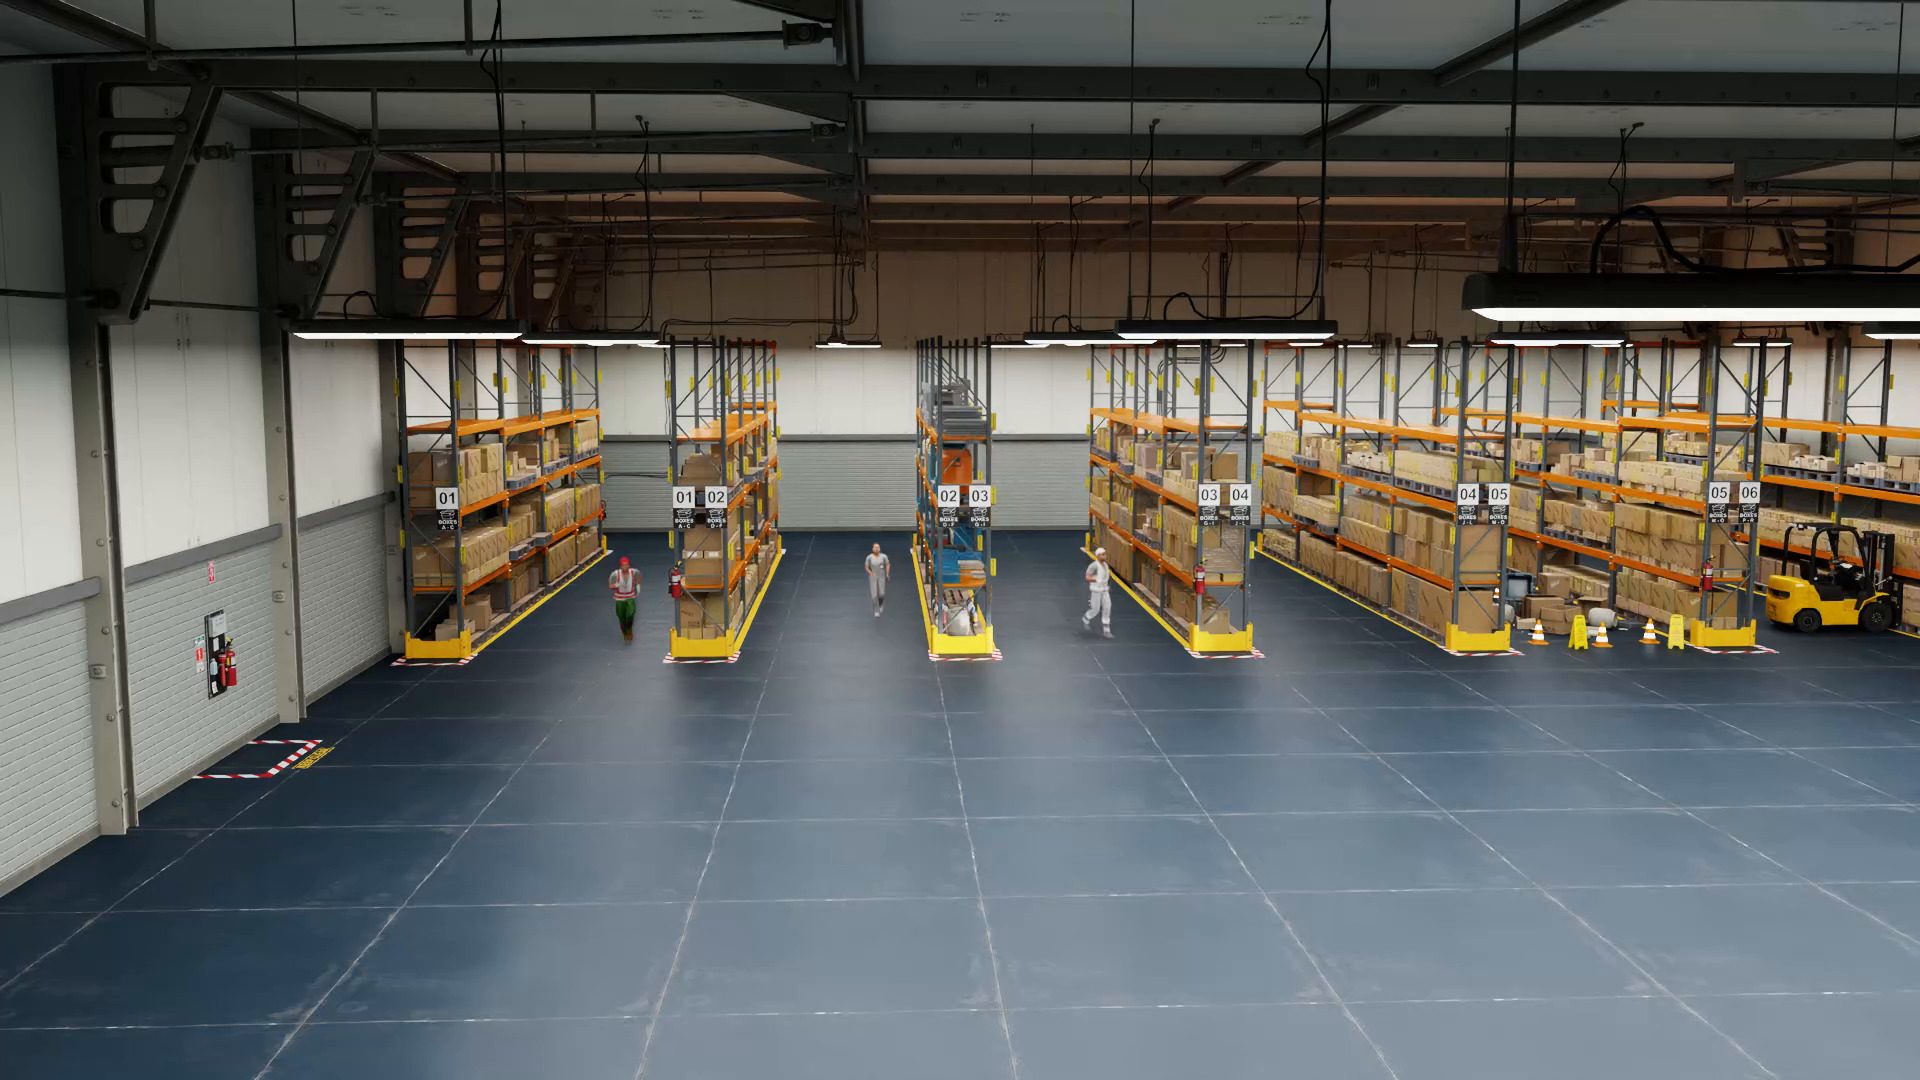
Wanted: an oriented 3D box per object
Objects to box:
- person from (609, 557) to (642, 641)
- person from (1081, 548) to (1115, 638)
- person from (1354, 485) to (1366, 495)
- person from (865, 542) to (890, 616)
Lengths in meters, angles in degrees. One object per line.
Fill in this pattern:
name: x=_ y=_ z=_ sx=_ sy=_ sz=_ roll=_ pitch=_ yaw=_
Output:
person: x=-6.526 y=1.163 z=32.472 sx=0.631 sy=1.698 sz=0.862 roll=-1 pitch=7 yaw=-11
person: x=2.758 y=1.048 z=33.371 sx=0.638 sy=1.796 sz=0.917 roll=-5 pitch=8 yaw=-40
person: x=11.793 y=-0.734 z=49.116 sx=0.950 sy=1.798 sz=0.725 roll=0 pitch=7 yaw=3
person: x=-1.764 y=0.852 z=35.686 sx=0.543 sy=1.625 sz=0.637 roll=-1 pitch=7 yaw=-5
